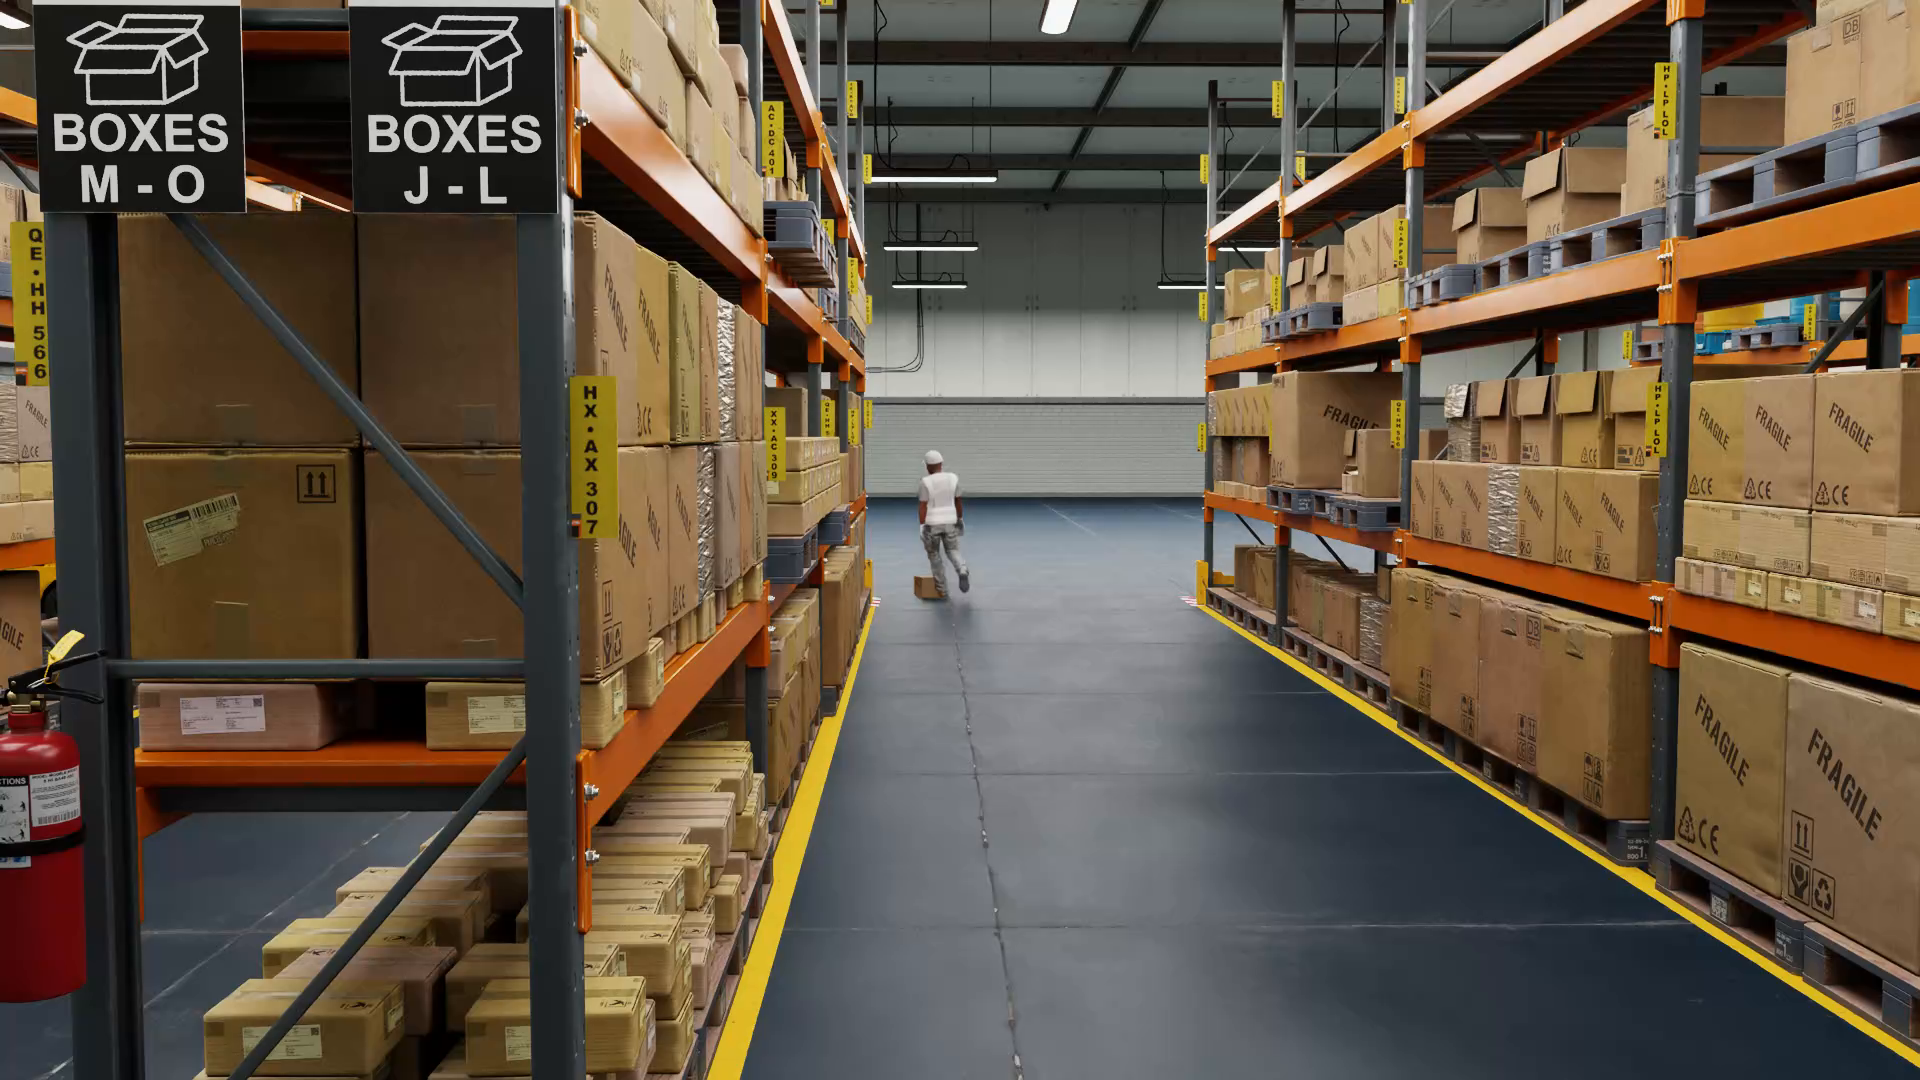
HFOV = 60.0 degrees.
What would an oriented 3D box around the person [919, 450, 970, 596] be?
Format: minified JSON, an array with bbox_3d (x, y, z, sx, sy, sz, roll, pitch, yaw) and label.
[{"bbox_3d":[-0.213,-0.195,19.873,0.619,1.750,0.749,-1,4,-22],"label":"person"}]
